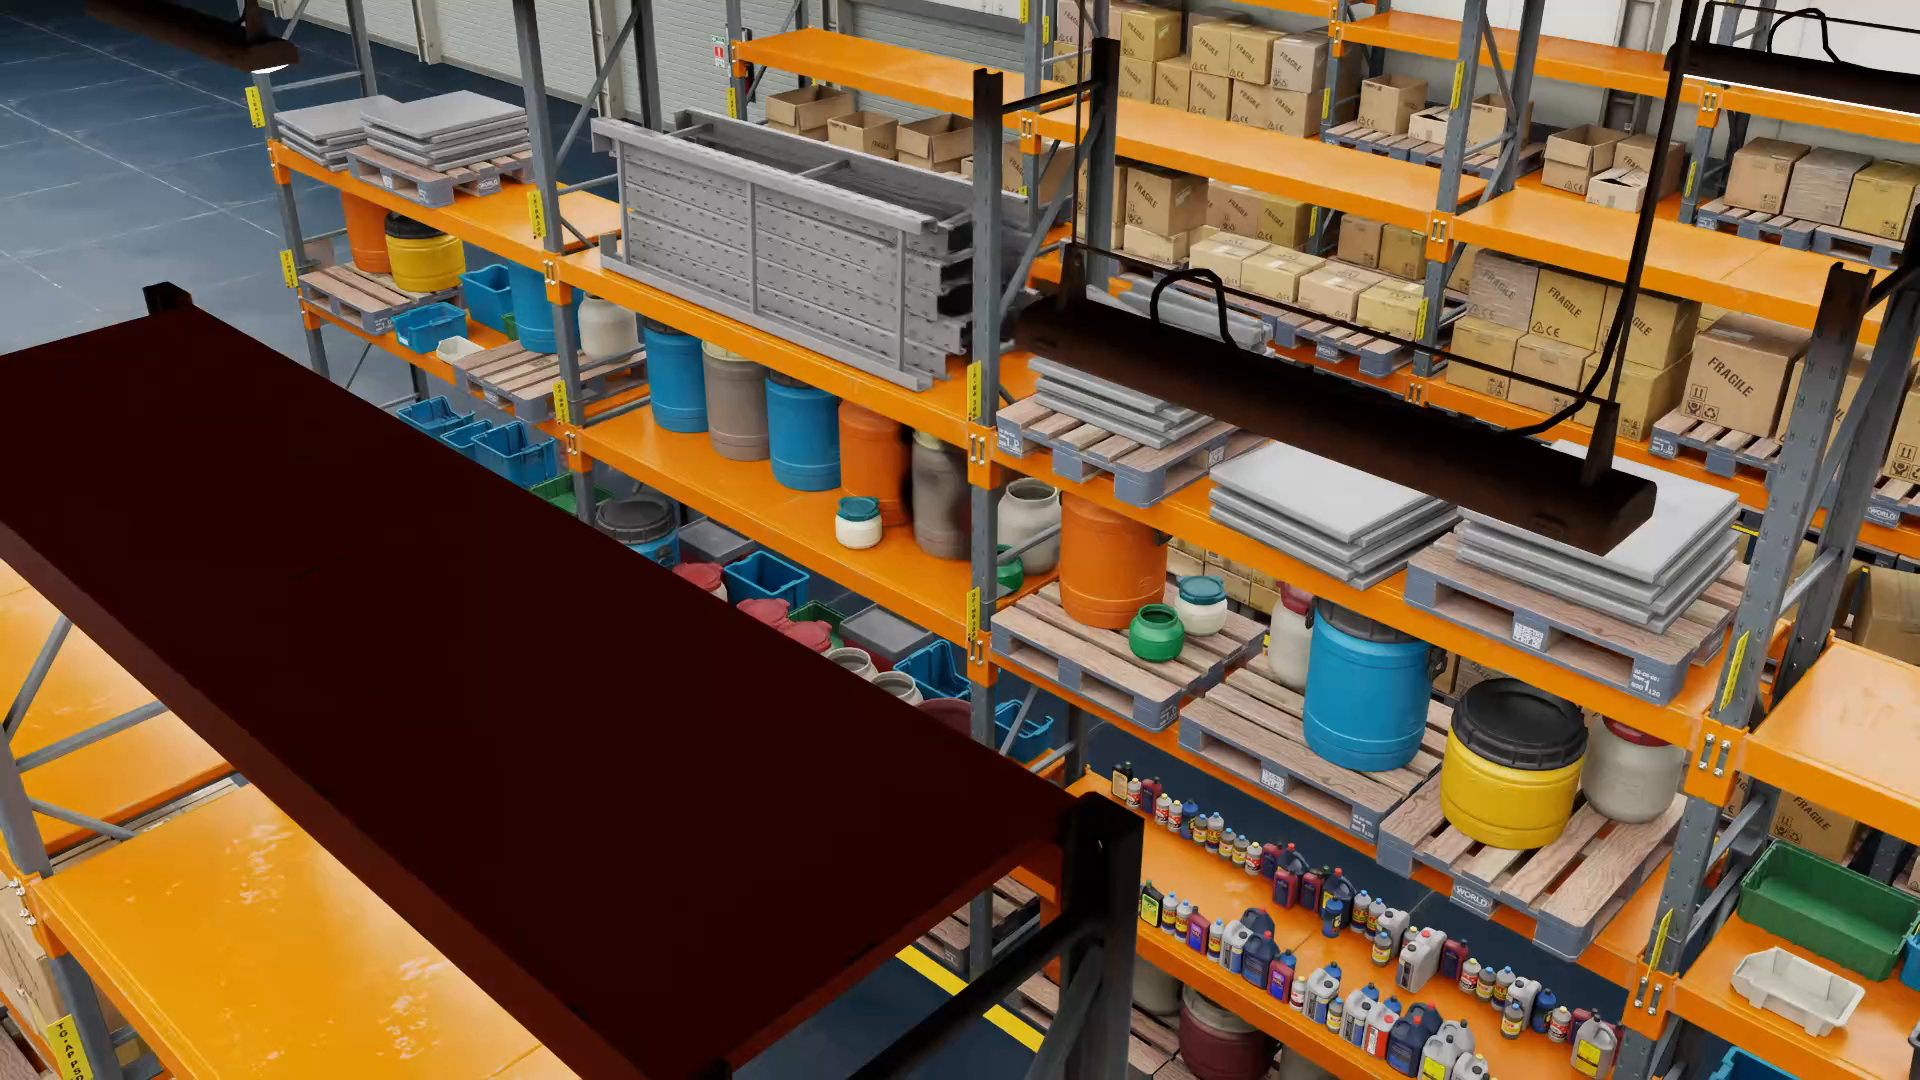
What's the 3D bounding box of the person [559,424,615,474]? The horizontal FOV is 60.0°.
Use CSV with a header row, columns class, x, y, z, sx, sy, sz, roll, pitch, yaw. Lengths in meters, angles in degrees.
class,x,y,z,sx,sy,sz,roll,pitch,yaw
person,-3.766,-1.224,16.787,0.688,1.615,0.593,-5,30,-9
